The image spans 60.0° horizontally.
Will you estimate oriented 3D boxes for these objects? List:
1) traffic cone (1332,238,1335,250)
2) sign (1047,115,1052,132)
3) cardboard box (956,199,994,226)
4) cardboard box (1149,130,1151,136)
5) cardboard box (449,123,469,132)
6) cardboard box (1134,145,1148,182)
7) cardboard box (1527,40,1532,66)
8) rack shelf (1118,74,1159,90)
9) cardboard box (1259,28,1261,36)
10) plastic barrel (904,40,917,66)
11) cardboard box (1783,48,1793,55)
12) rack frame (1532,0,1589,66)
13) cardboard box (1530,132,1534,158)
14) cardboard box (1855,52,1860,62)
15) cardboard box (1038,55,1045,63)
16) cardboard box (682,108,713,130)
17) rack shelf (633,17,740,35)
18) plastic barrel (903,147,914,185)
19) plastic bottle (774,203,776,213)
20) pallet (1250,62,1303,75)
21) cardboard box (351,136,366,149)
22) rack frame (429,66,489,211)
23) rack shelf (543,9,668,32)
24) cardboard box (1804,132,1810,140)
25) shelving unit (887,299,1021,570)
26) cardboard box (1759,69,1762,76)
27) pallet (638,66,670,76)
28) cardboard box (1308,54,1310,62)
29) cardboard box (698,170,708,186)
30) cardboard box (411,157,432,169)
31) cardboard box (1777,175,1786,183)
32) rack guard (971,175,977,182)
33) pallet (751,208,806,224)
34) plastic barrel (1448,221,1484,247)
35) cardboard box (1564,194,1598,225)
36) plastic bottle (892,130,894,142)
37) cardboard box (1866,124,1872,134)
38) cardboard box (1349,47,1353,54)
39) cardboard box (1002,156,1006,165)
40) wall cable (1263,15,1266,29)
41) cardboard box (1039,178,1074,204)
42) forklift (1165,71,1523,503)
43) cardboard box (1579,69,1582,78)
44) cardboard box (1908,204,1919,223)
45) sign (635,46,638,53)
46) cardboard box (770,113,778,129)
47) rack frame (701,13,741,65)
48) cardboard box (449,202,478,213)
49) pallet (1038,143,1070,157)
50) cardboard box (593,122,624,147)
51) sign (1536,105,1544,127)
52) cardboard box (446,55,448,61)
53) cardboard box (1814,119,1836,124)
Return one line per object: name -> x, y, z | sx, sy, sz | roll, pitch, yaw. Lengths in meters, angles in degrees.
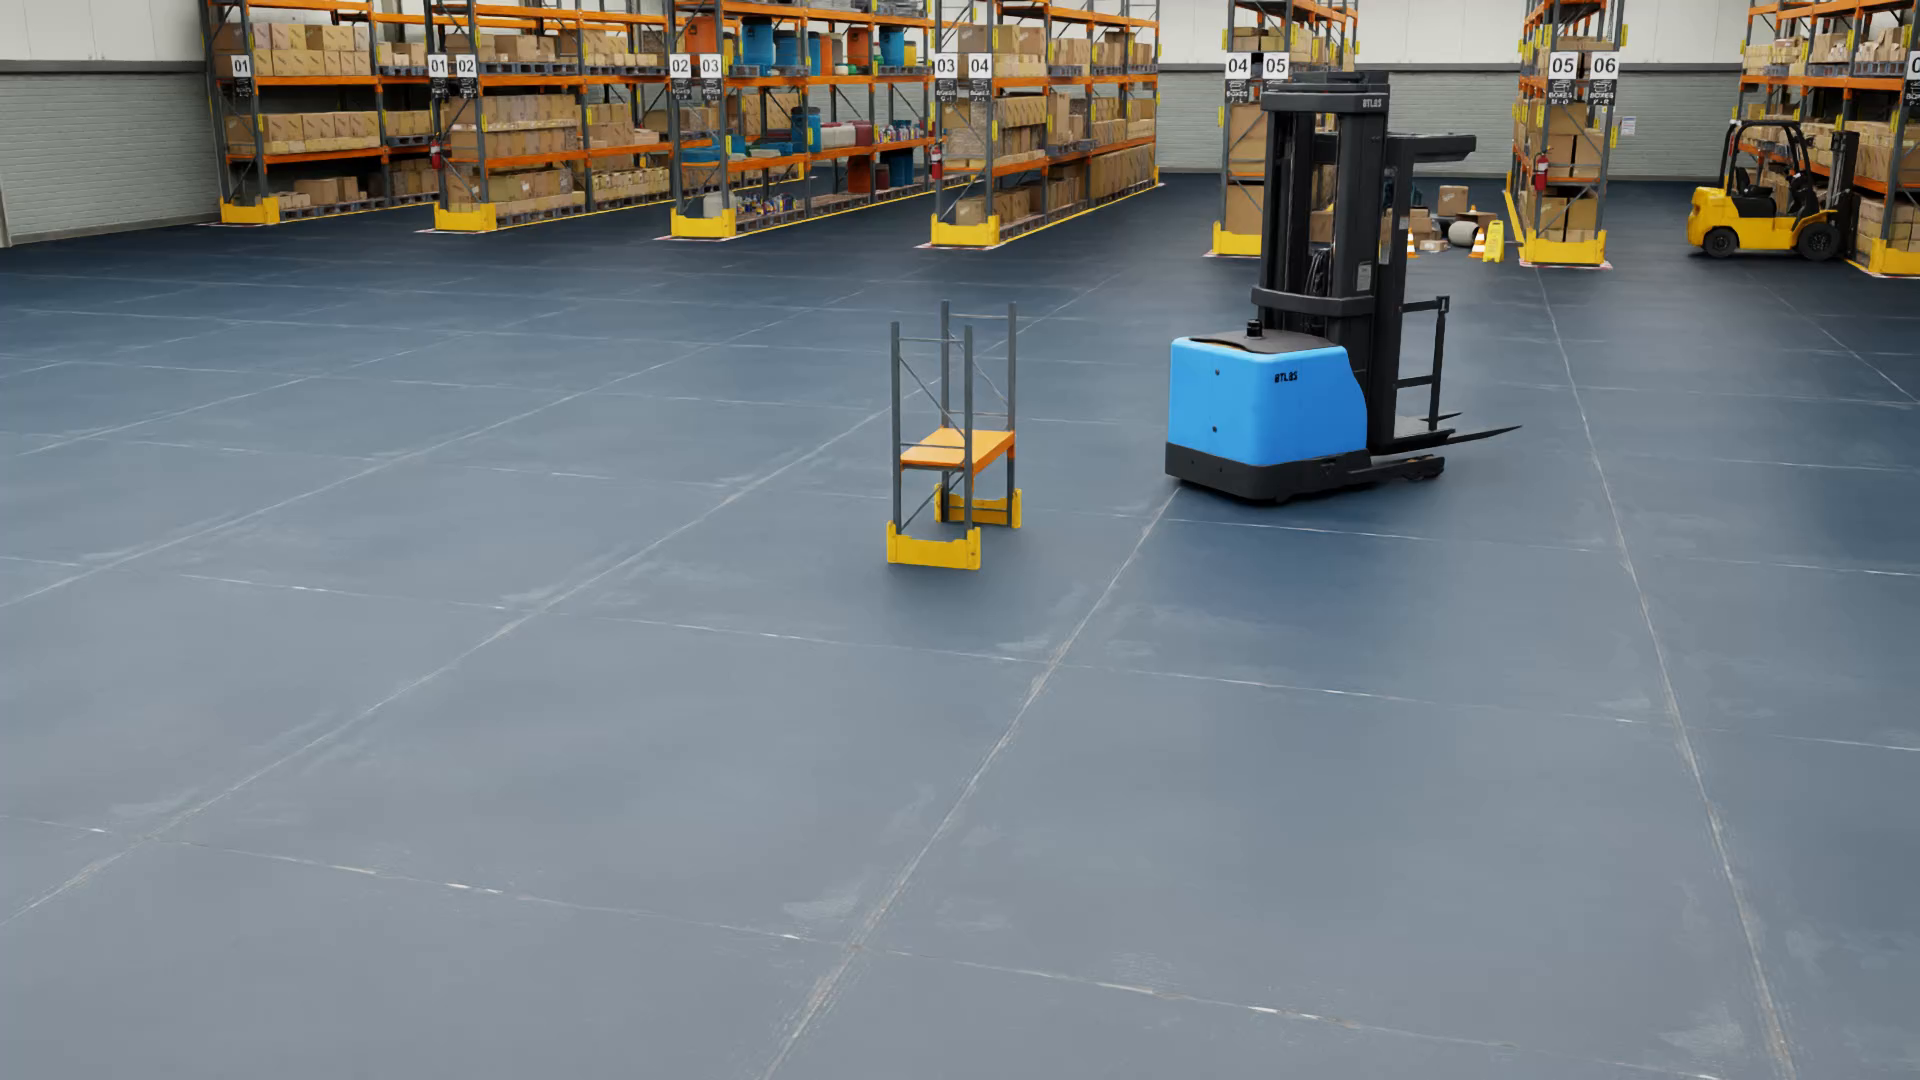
traffic cone -> 6.309, -5.015, 27.662 | 0.336, 0.463, 0.334 | 5, 16, 16
sign -> 1.729, -8.040, 32.093 | 0.100, 0.325, 0.005 | 5, 16, 16
cardboard box -> 0.263, -5.779, 29.518 | 0.500, 0.500, 0.500 | 8, 18, 26
cardboard box -> 4.686, -10.430, 42.564 | 0.380, 0.149, 0.250 | 5, 16, 16
cardboard box -> -9.501, -7.862, 31.677 | 0.380, 0.149, 0.250 | 4, 16, 15
cardboard box -> 4.253, -9.572, 42.202 | 0.875, 0.875, 0.875 | 5, 16, 16
cardboard box -> 11.944, -9.909, 33.818 | 0.700, 0.500, 0.500 | 4, 16, 13
rack shelf -> 4.048, -11.377, 41.265 | 1.077, 0.370, 4.000 | 5, 16, 16
cardboard box -> 4.856, -8.542, 27.998 | 0.380, 0.149, 0.250 | 5, 17, 16
plastic barrel -> -1.334, -11.622, 39.696 | 0.600, 0.588, 0.600 | 0, 16, 0
cardboard box -> 16.855, -9.868, 33.590 | 0.380, 0.149, 0.250 | 5, 17, 16
rack frame -> 11.844, -10.828, 32.514 | 1.000, 3.000, 0.127 | 5, 16, 16
cardboard box -> 10.315, -6.993, 29.259 | 0.500, 0.500, 0.500 | 5, 16, 16
cardboard box -> 15.049, -7.990, 27.513 | 0.380, 0.149, 0.250 | 5, 17, 17
cardboard box -> 1.391, -9.119, 31.531 | 0.380, 0.149, 0.250 | 5, 17, 18
cardboard box -> -6.460, -10.309, 40.726 | 0.700, 0.500, 0.500 | 1, 16, 2
rack shelf -> -6.585, -12.351, 39.933 | 1.077, 0.370, 4.000 | 5, 16, 16
plastic barrel -> -1.440, -9.193, 40.818 | 0.600, 0.901, 0.708 | 5, 16, 16
plastic bottle -> -3.653, -6.513, 32.616 | 0.097, 0.201, 0.097 | 0, 16, 0
pallet -> 5.342, -8.122, 28.633 | 1.003, 0.211, 1.213 | 5, 16, 16
cardboard box -> -13.035, -8.477, 35.456 | 0.500, 0.250, 0.500 | 5, 17, 16
rack frame -> -9.427, -7.387, 31.375 | 1.000, 3.000, 0.127 | 5, 16, 16
rack shelf -> -7.722, -11.304, 36.243 | 1.077, 0.370, 4.000 | 5, 16, 16
cardboard box -> 16.101, -7.498, 31.127 | 0.500, 0.250, 0.500 | 5, 17, 18
shelving unit -> -0.022, -0.702, 10.554 | 0.587, 1.500, 1.083 | 5, 16, 16
cardboard box -> 17.961, -10.375, 36.874 | 0.380, 0.149, 0.250 | 5, 17, 16
pallet -> -7.261, -10.647, 37.720 | 1.213, 0.211, 1.003 | 5, 17, 18
cardboard box -> 6.065, -8.639, 29.801 | 0.380, 0.149, 0.250 | 5, 17, 17
cardboard box -> -6.460, -8.854, 40.322 | 0.500, 0.500, 0.500 | 4, 16, 15
cardboard box -> -12.422, -8.761, 38.621 | 0.500, 0.250, 0.500 | 5, 16, 16
cardboard box -> 16.906, -7.363, 33.915 | 0.380, 0.149, 0.250 | 4, 16, 13
rack guard -> -0.138, -9.992, 45.142 | 1.175, 0.500, 0.348 | 5, 16, 16
pallet -> -3.773, -6.534, 33.479 | 1.003, 0.211, 1.213 | 5, 16, 16
plastic barrel -> 8.706, -5.267, 28.624 | 0.421, 0.421, 0.512 | -10, 19, -32
cardboard box -> 10.216, -5.422, 27.343 | 0.500, 0.500, 0.500 | 4, 16, 14
plastic bottle -> -1.585, -9.451, 38.889 | 0.097, 0.271, 0.097 | 0, 16, 0
cardboard box -> 14.803, -6.611, 26.724 | 0.380, 0.149, 0.250 | 5, 16, 16
cardboard box -> 9.323, -11.884, 40.363 | 0.380, 0.149, 0.250 | 5, 17, 17
cardboard box -> 0.605, -6.748, 29.583 | 0.380, 0.149, 0.250 | 5, 16, 16
wall cable -> 9.528, -16.449, 46.437 | 2.277, 5.999, 0.120 | 5, 16, 16
cardboard box -> 2.026, -7.397, 35.185 | 0.700, 0.500, 0.500 | 3, 16, 11
forklift -> 3.030, -1.956, 12.353 | 3.031, 2.935, 1.130 | -10, 19, -32
cardboard box -> 10.192, -7.512, 26.779 | 0.380, 0.149, 0.250 | 4, 16, 14
cardboard box -> 14.649, -4.936, 25.173 | 0.500, 0.250, 0.500 | 4, 16, 15
sign -> -9.115, -13.741, 46.803 | 0.100, 0.325, 0.005 | 5, 16, 16
cardboard box -> -5.181, -11.085, 44.229 | 0.500, 0.500, 0.500 | 4, 16, 15
rack frame -> -6.017, -13.412, 41.625 | 1.000, 3.000, 0.127 | 5, 16, 16
cardboard box -> -9.558, -6.429, 32.268 | 0.500, 0.250, 0.500 | 5, 16, 16
pallet -> 1.563, -7.760, 33.044 | 1.003, 0.211, 1.213 | 5, 16, 16
cardboard box -> -7.765, -8.950, 36.703 | 0.500, 0.500, 0.500 | 5, 16, 16
sign -> 9.045, -6.606, 25.923 | 0.100, 0.325, 0.005 | 5, 16, 16
cardboard box -> -12.329, -11.193, 39.078 | 0.500, 0.500, 0.500 | 5, 16, 16
cardboard box -> 16.901, -7.931, 32.340 | 0.500, 0.500, 0.500 | 5, 17, 18
